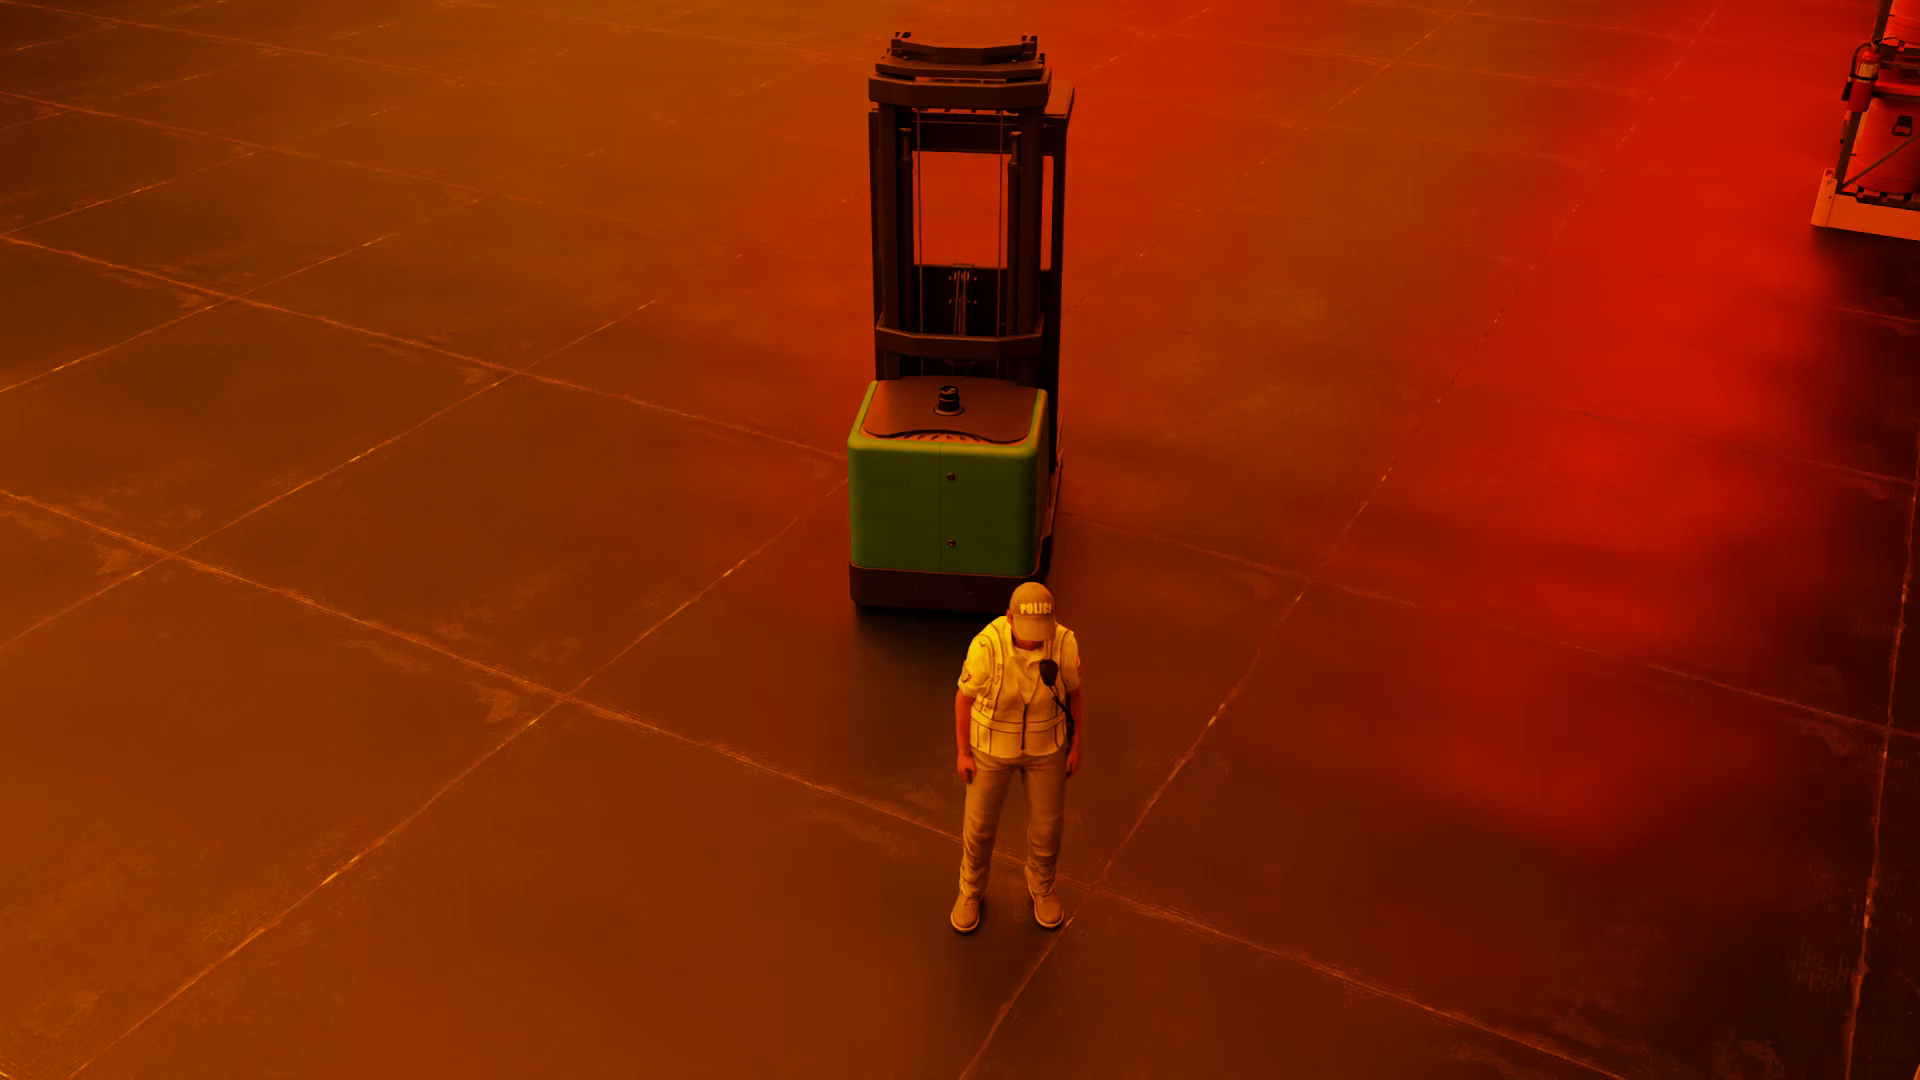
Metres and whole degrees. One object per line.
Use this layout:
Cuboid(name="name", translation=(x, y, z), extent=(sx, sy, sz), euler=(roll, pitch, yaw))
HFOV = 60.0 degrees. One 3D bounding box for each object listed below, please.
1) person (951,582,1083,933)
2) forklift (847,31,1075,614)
Cuboid(name="person", translation=(0.231, 0.872, 6.829), extent=(0.558, 1.665, 0.468), euler=(-3, 30, -5))
Cuboid(name="forklift", translation=(0.072, -1.572, 9.794), extent=(1.130, 2.935, 3.031), euler=(3, 30, 6))
